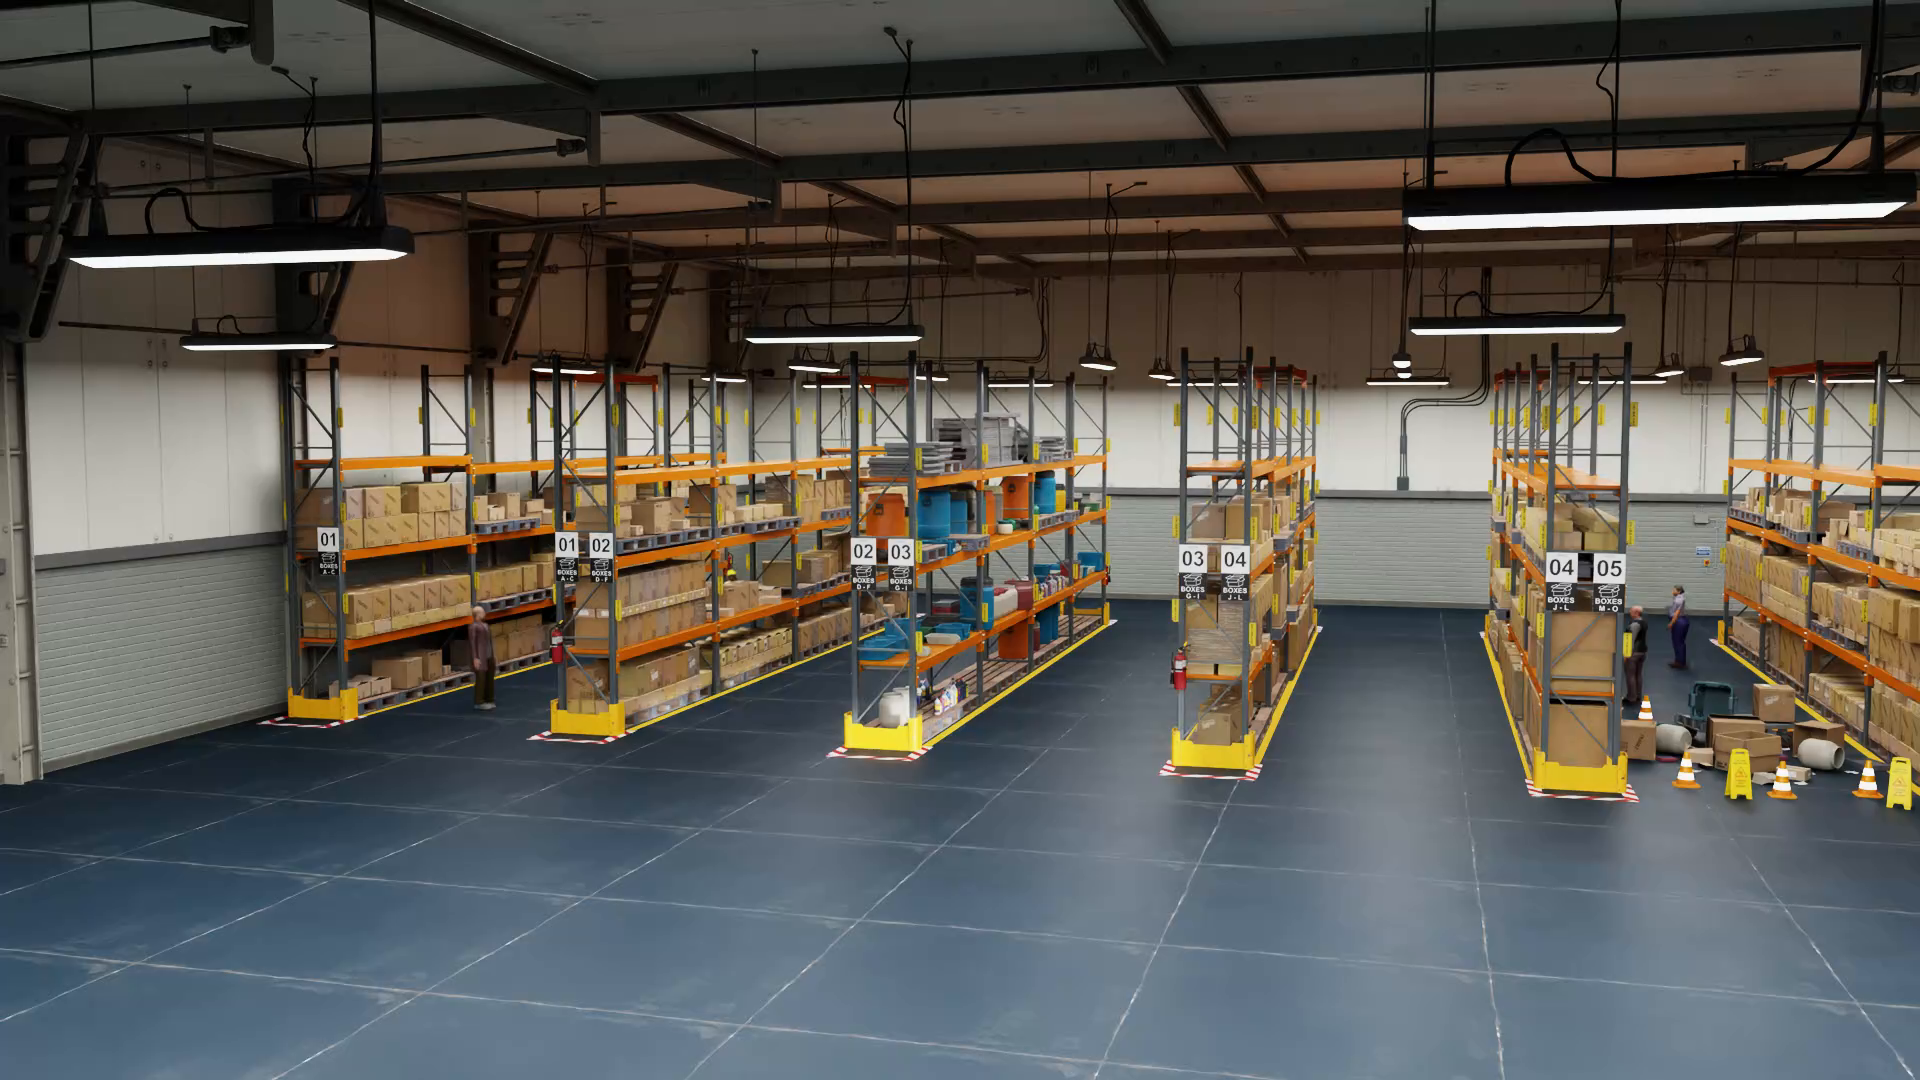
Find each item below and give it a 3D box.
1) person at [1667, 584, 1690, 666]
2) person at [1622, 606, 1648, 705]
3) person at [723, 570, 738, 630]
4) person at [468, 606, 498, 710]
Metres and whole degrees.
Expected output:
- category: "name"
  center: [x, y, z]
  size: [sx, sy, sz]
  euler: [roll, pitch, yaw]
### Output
- category: "person"
  center: [14.466, 1.726, 33.468]
  size: [0.376, 1.660, 0.501]
  euler: [3, 5, 37]
- category: "person"
  center: [11.794, 2.007, 29.186]
  size: [0.575, 1.732, 0.487]
  euler: [-3, 5, -32]
- category: "person"
  center: [-4.968, 1.504, 35.939]
  size: [0.514, 1.730, 1.013]
  euler: [2, 4, 20]
- category: "person"
  center: [-8.209, 2.039, 28.651]
  size: [0.466, 1.813, 0.646]
  euler: [2, 5, 25]
